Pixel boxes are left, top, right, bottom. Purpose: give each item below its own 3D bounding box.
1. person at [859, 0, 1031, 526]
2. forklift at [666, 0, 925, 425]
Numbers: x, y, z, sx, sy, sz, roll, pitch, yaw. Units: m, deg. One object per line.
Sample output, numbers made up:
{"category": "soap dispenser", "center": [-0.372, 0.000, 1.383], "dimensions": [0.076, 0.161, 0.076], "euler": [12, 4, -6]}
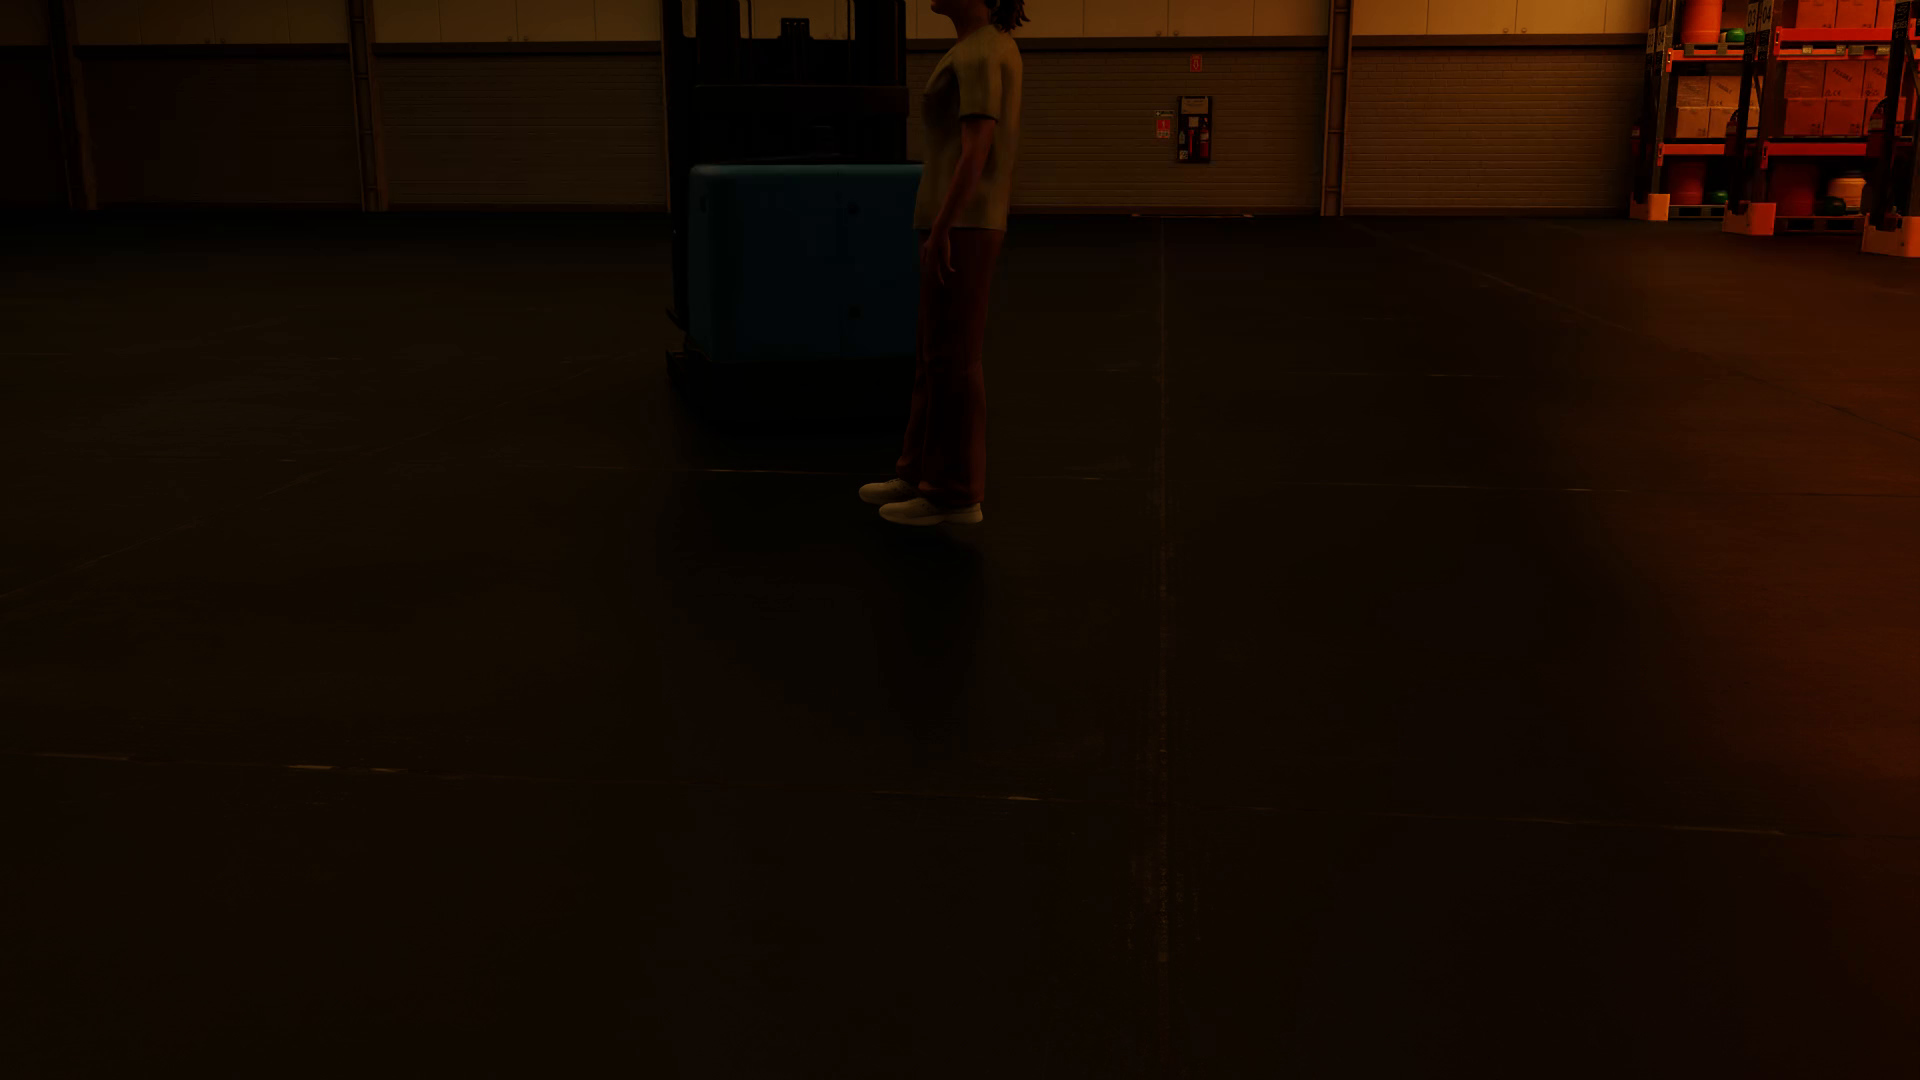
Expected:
{"category": "person", "center": [-0.071, -0.867, 4.765], "dimensions": [0.548, 1.675, 0.552], "euler": [2, 13, 7]}
{"category": "forklift", "center": [-0.849, -2.187, 7.861], "dimensions": [1.130, 2.935, 3.031], "euler": [-3, 14, -14]}
